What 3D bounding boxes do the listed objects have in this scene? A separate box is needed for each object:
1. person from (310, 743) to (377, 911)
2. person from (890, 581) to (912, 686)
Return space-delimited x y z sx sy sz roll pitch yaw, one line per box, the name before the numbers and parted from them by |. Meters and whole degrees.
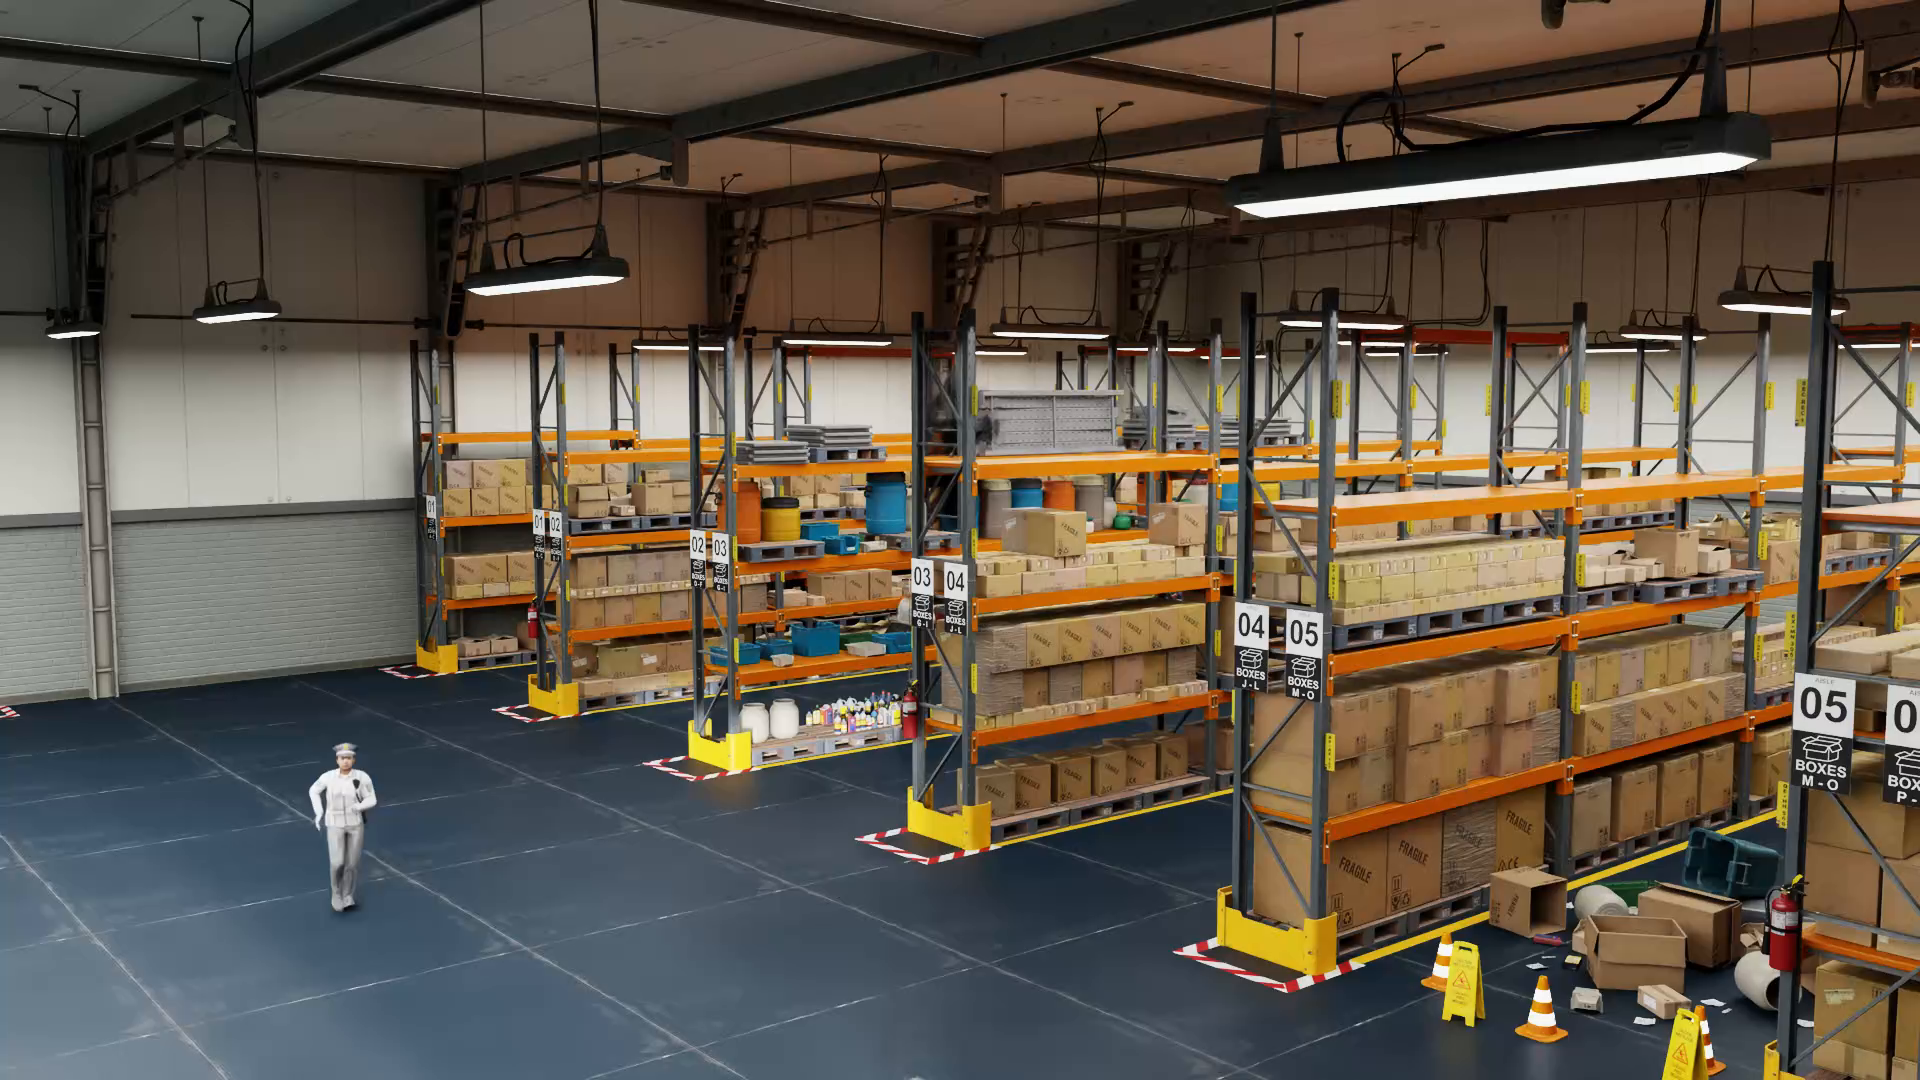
person | -6.027 2.812 16.298 0.597 1.665 0.610 -2 6 -25
person | -0.858 1.538 27.205 0.597 1.737 0.600 5 7 43
